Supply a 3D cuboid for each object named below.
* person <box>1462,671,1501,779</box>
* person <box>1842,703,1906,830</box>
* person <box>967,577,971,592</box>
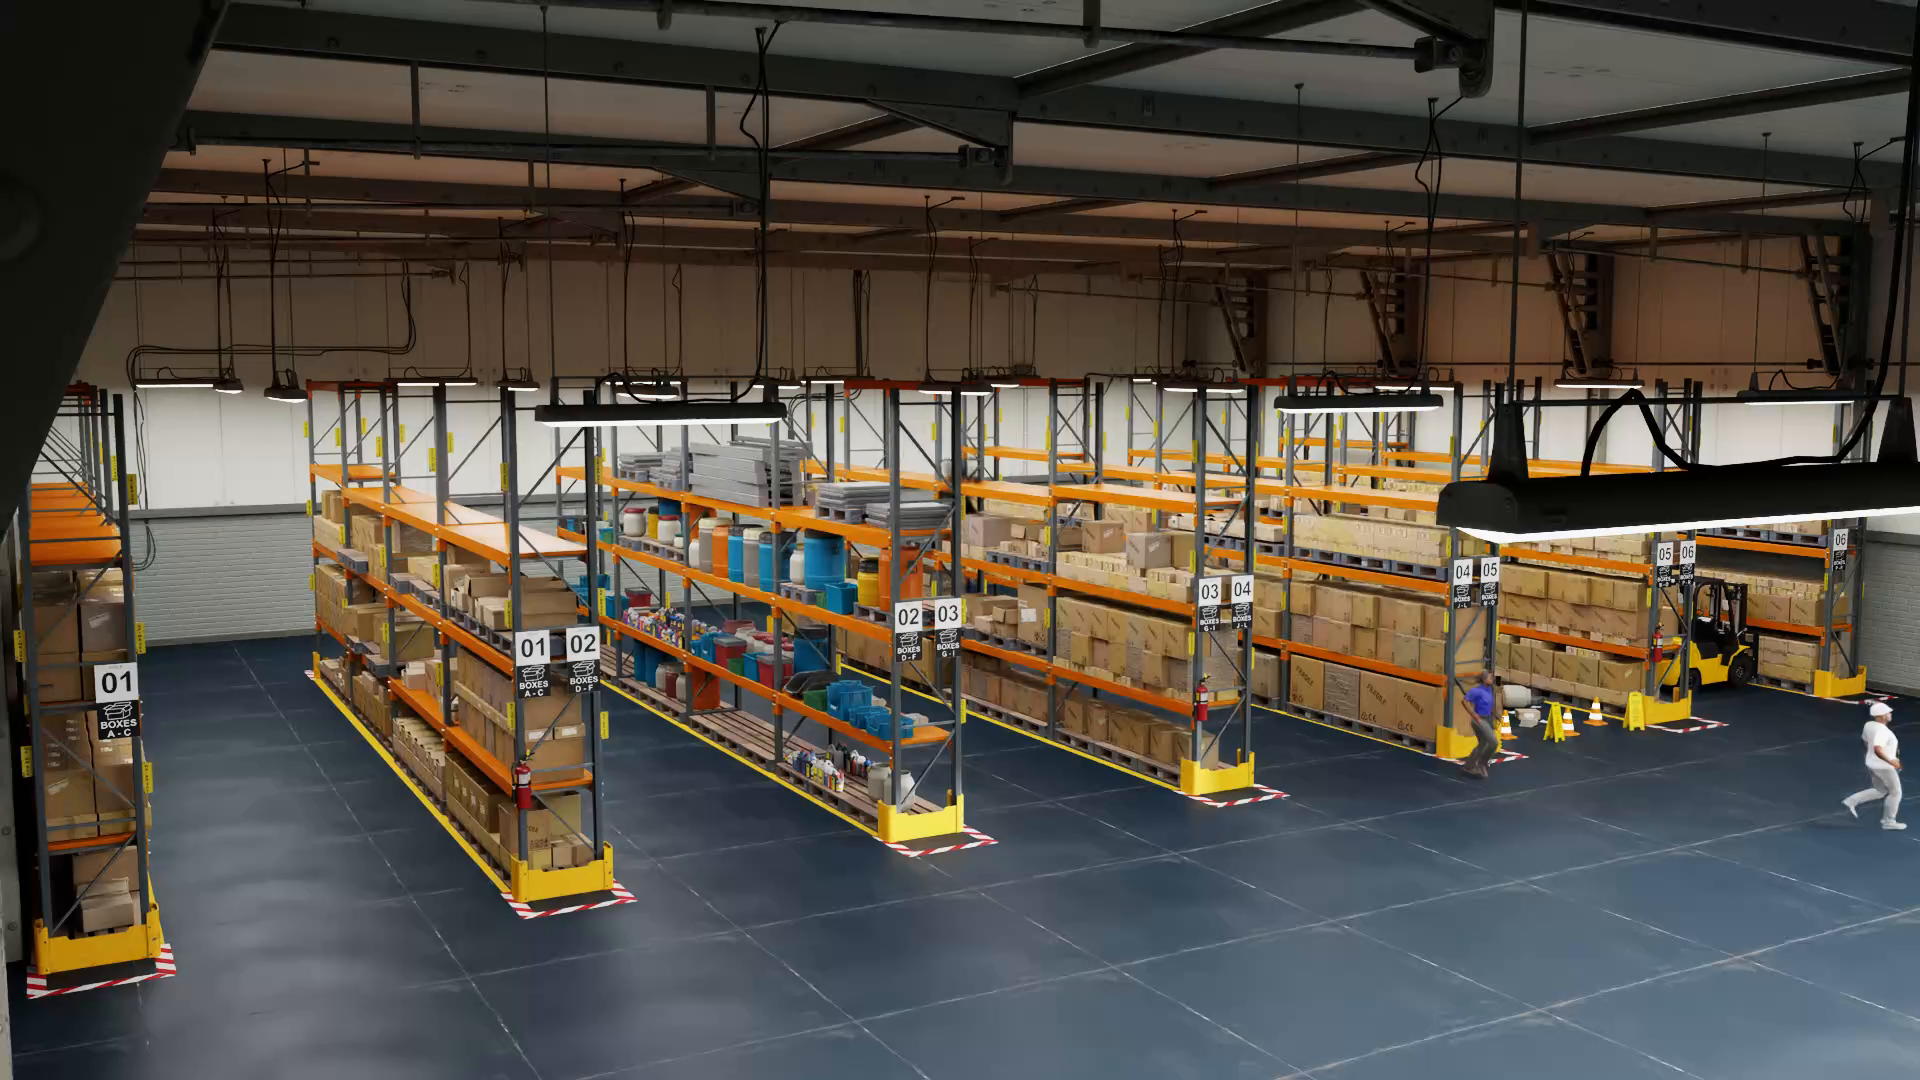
[{"bbox_3d":[8.013,2.824,25.460,0.626,1.628,0.591,5,8,42],"label":"person"},{"bbox_3d":[12.484,3.071,22.604,0.795,1.733,0.711,1,6,8],"label":"person"},{"bbox_3d":[0.062,1.095,41.908,0.549,1.589,0.608,-5,8,-38],"label":"person"}]
